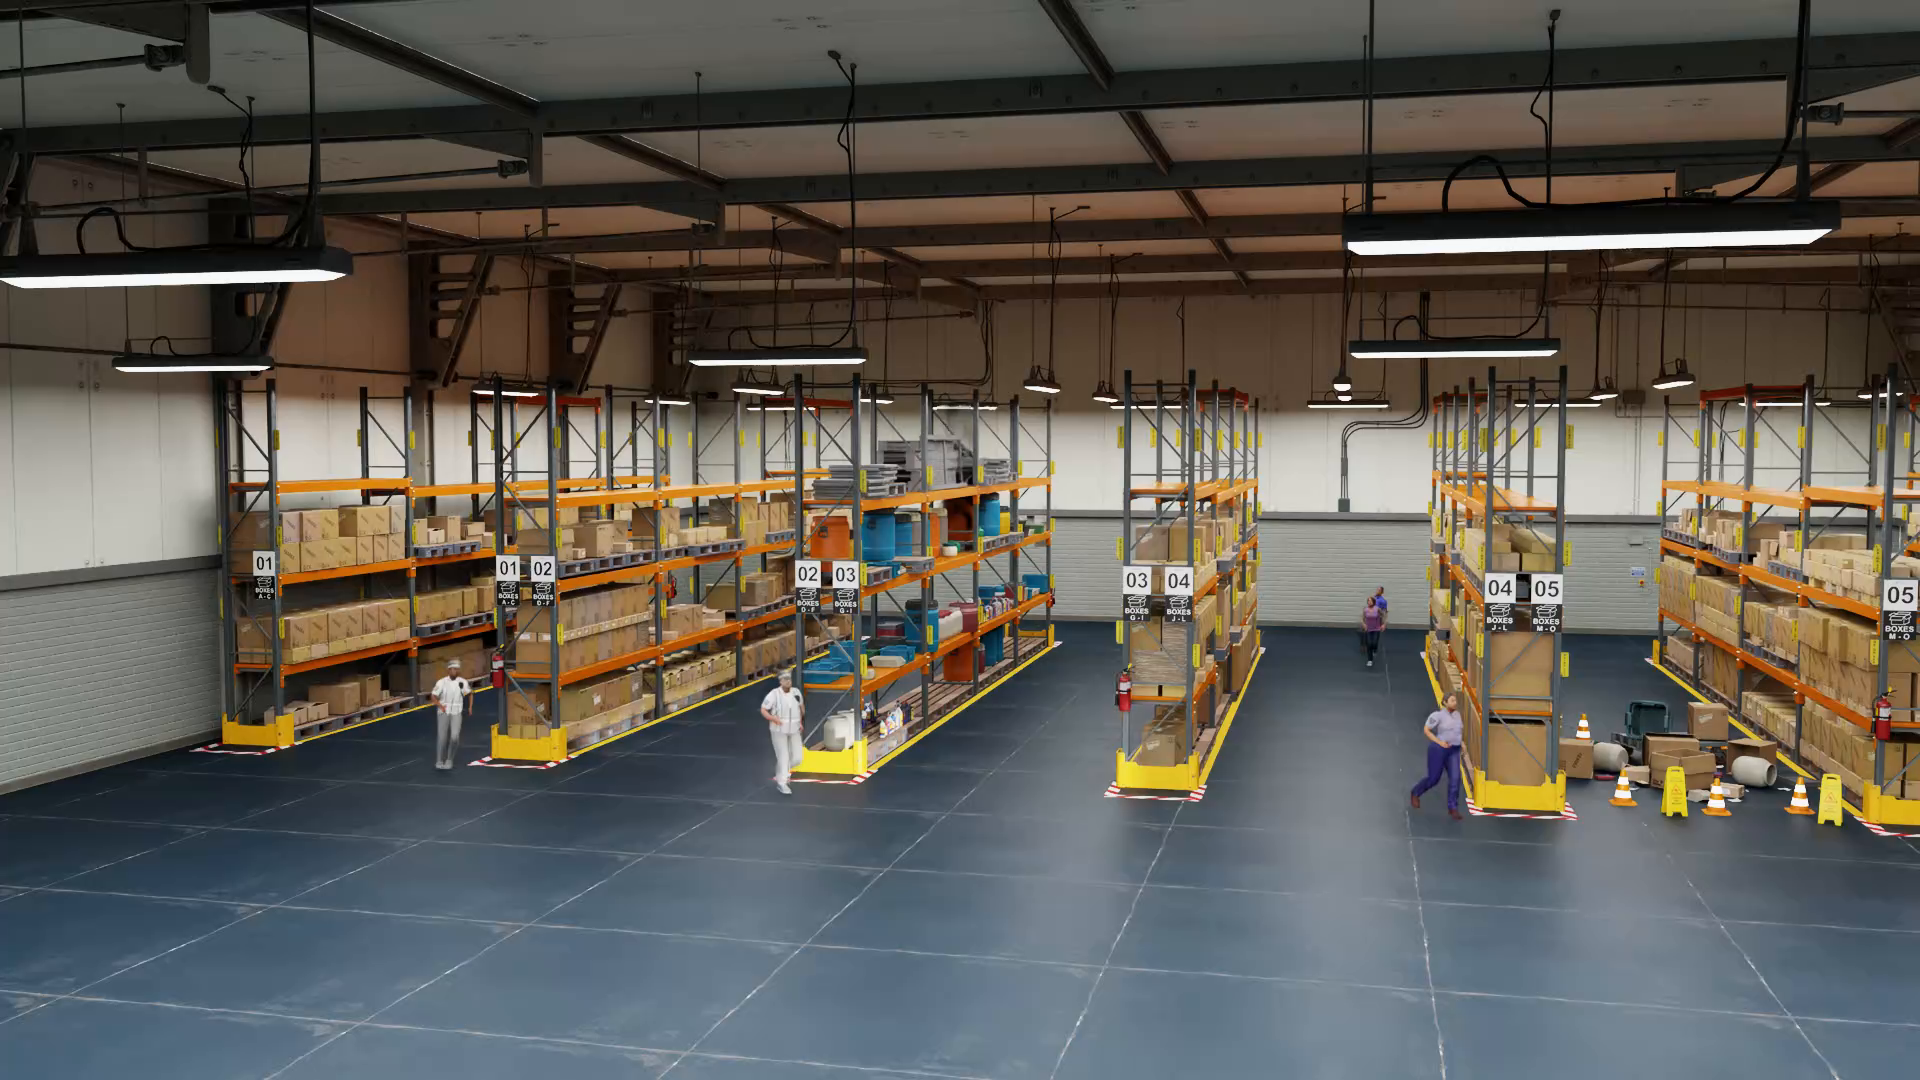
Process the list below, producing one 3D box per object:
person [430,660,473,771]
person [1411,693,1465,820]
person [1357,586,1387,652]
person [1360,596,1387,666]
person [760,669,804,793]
[{"bbox_3d":[-7.714,2.658,25.283,0.648,1.671,0.596,-1,4,-23],"label":"person"},{"bbox_3d":[6.515,2.852,22.258,0.673,1.622,0.920,-2,4,-25],"label":"person"},{"bbox_3d":[9.641,1.871,38.999,0.522,1.596,0.706,-2,4,-27],"label":"person"},{"bbox_3d":[9.119,2.023,36.744,0.569,1.550,0.623,1,4,23],"label":"person"},{"bbox_3d":[-2.492,2.716,23.734,0.697,1.762,0.624,-2,4,-26],"label":"person"}]
